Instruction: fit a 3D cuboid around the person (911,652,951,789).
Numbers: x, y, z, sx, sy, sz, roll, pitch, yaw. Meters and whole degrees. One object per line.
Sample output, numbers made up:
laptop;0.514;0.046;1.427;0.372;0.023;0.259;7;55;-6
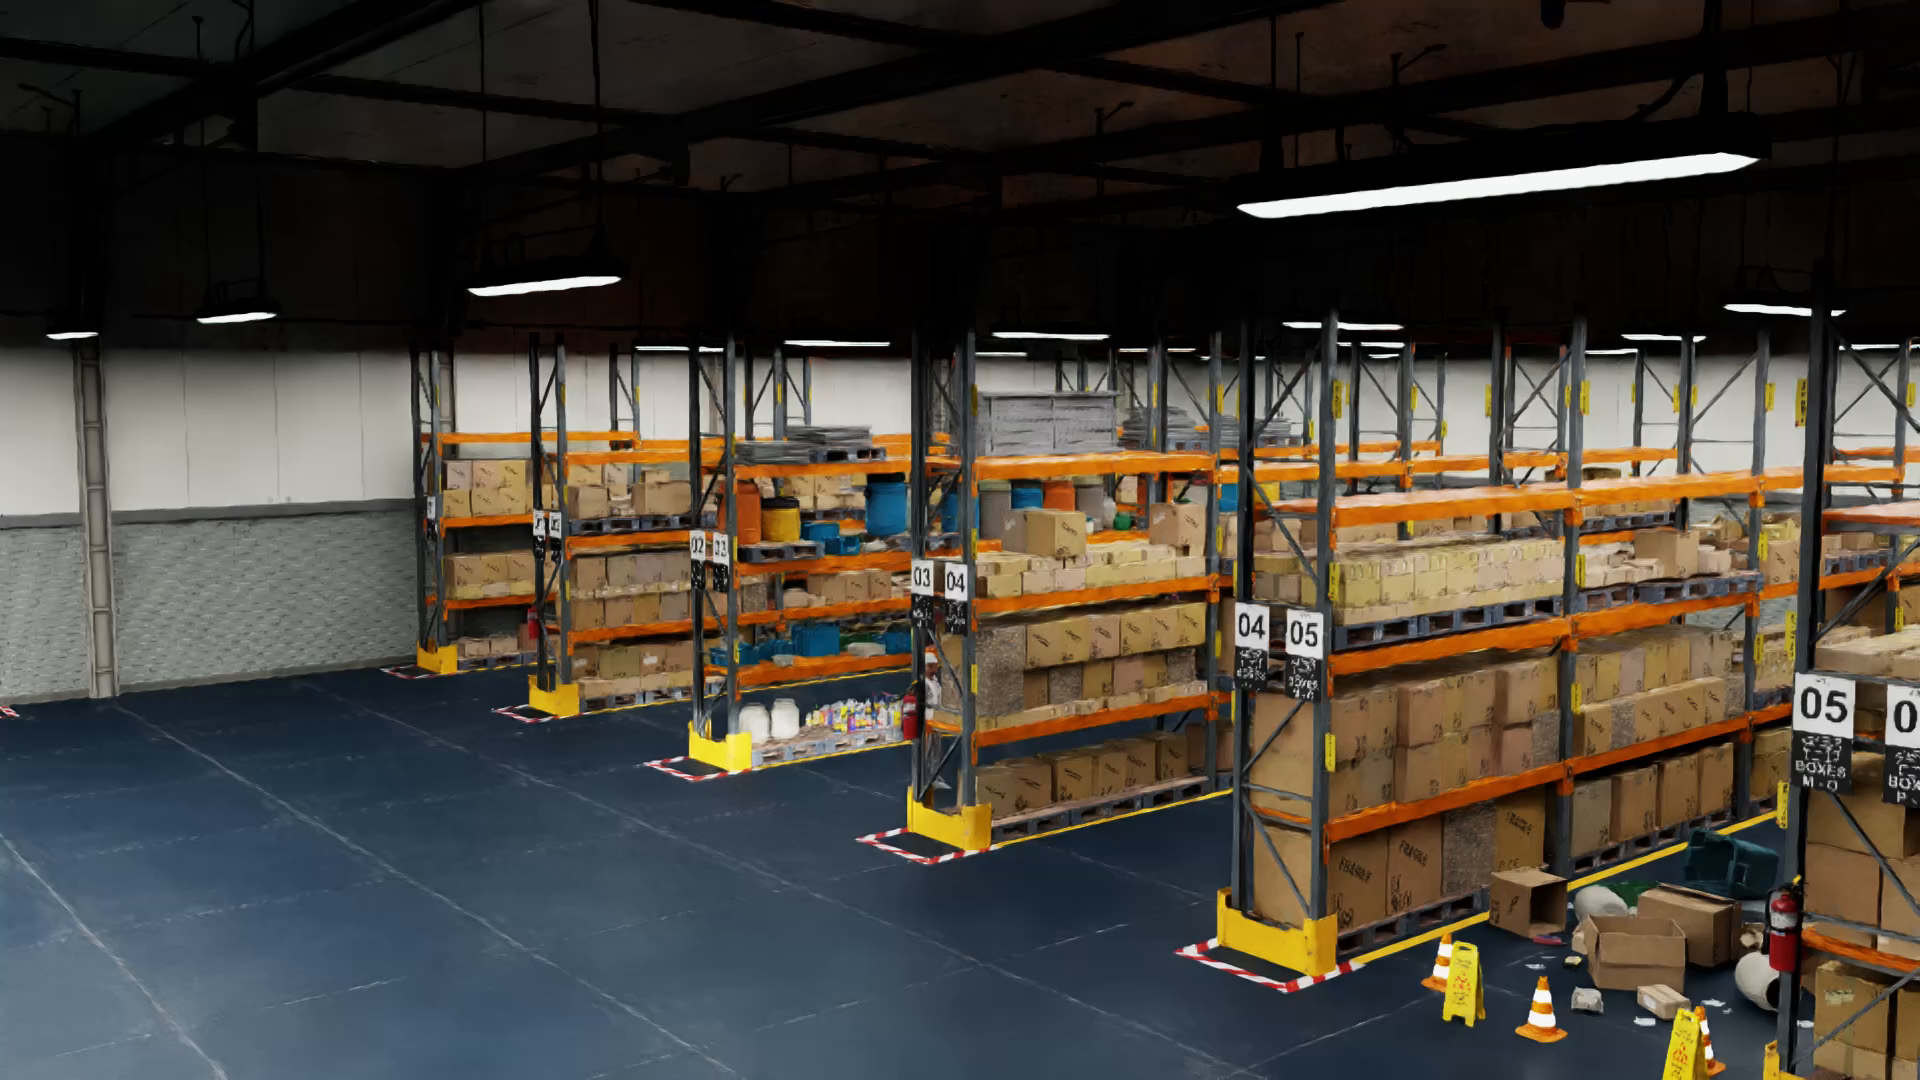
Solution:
person;-0.358;2.312;21.057;0.456;1.786;0.620;2;6;19
